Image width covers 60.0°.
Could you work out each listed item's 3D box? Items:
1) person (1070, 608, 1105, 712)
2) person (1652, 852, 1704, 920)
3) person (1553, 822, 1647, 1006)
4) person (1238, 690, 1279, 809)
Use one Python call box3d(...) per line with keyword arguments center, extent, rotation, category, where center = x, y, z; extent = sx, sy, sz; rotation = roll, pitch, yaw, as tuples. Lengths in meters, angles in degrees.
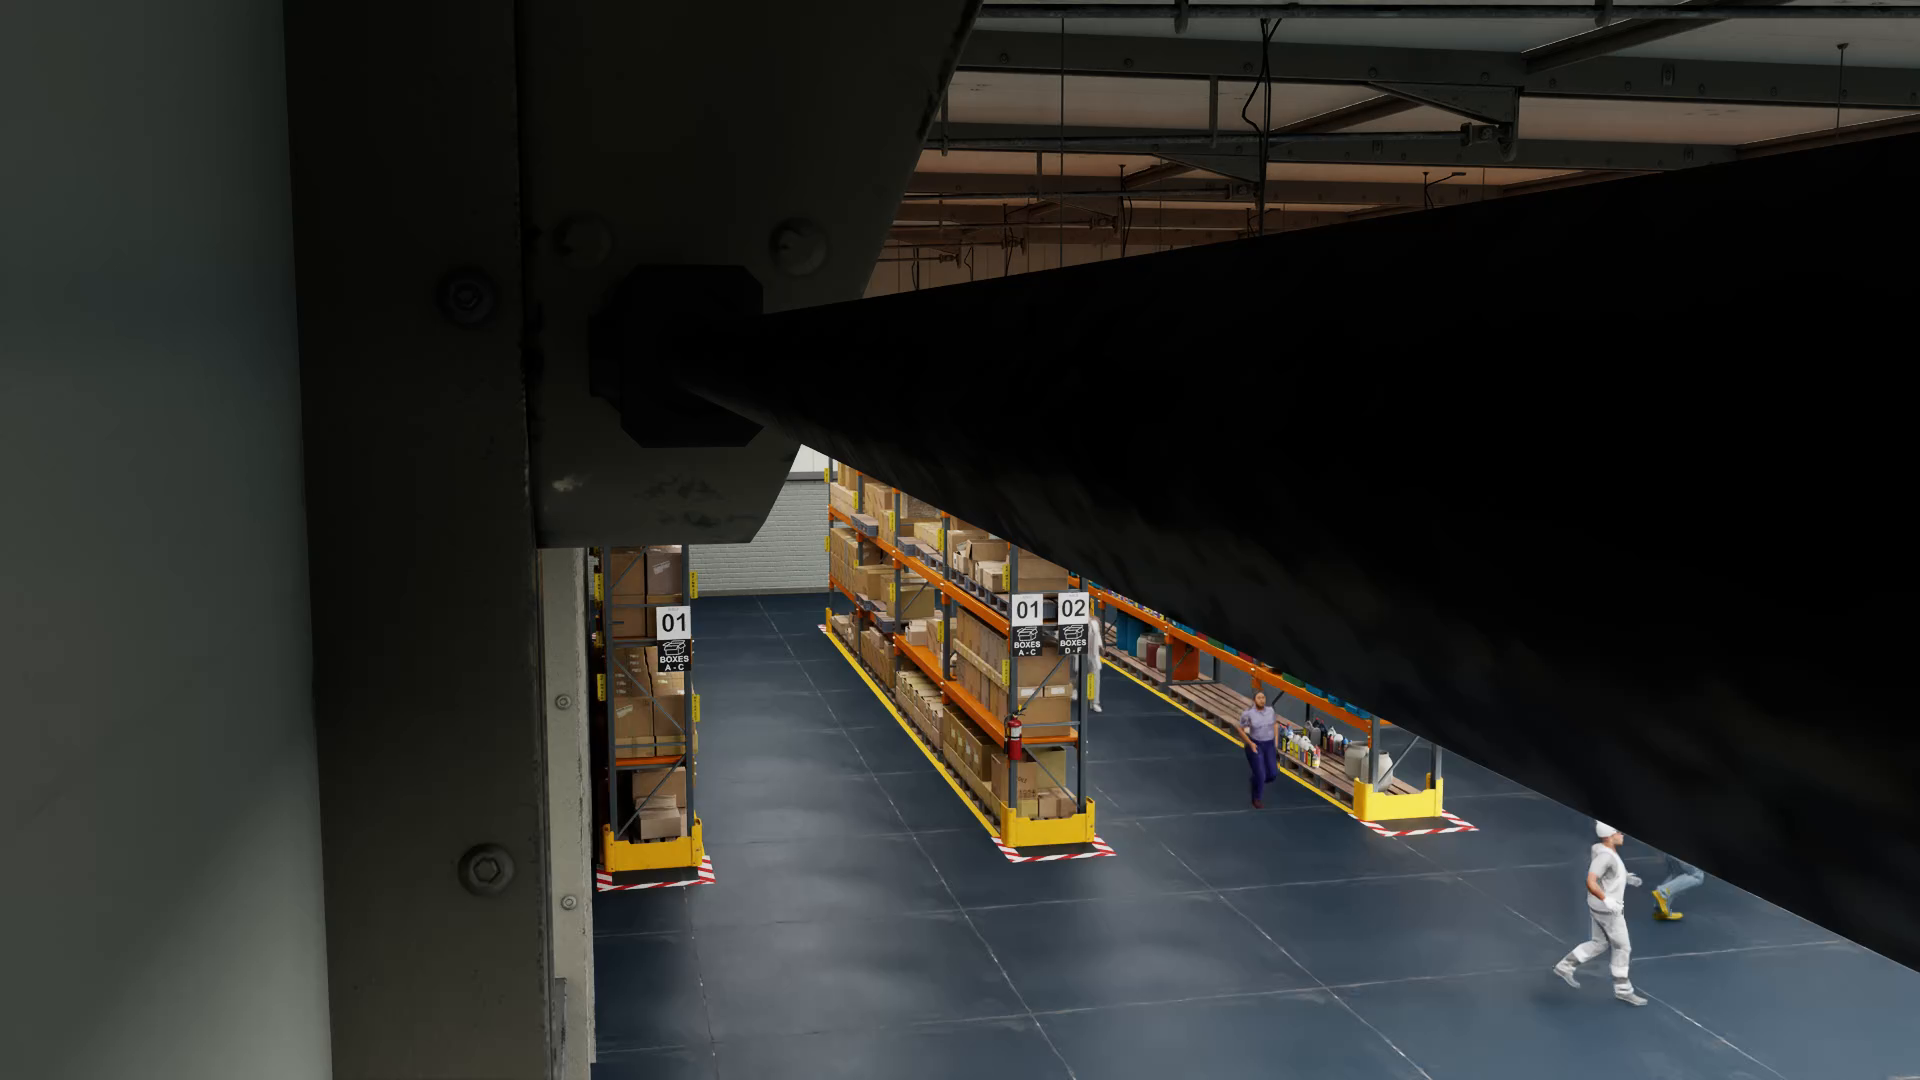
box3d(center=(2.192, 2.031, 28.778), extent=(0.718, 1.764, 1.024), rotation=(-3, 7, -24), category="person")
box3d(center=(7.869, 3.323, 18.191), extent=(0.581, 1.725, 0.705), rotation=(1, 7, 12), category="person")
box3d(center=(6.179, 3.546, 15.964), extent=(0.862, 1.796, 0.651), rotation=(1, 7, 12), category="person")
box3d(center=(4.101, 2.854, 22.752), extent=(0.605, 1.609, 0.515), rotation=(-2, 7, -16), category="person")
